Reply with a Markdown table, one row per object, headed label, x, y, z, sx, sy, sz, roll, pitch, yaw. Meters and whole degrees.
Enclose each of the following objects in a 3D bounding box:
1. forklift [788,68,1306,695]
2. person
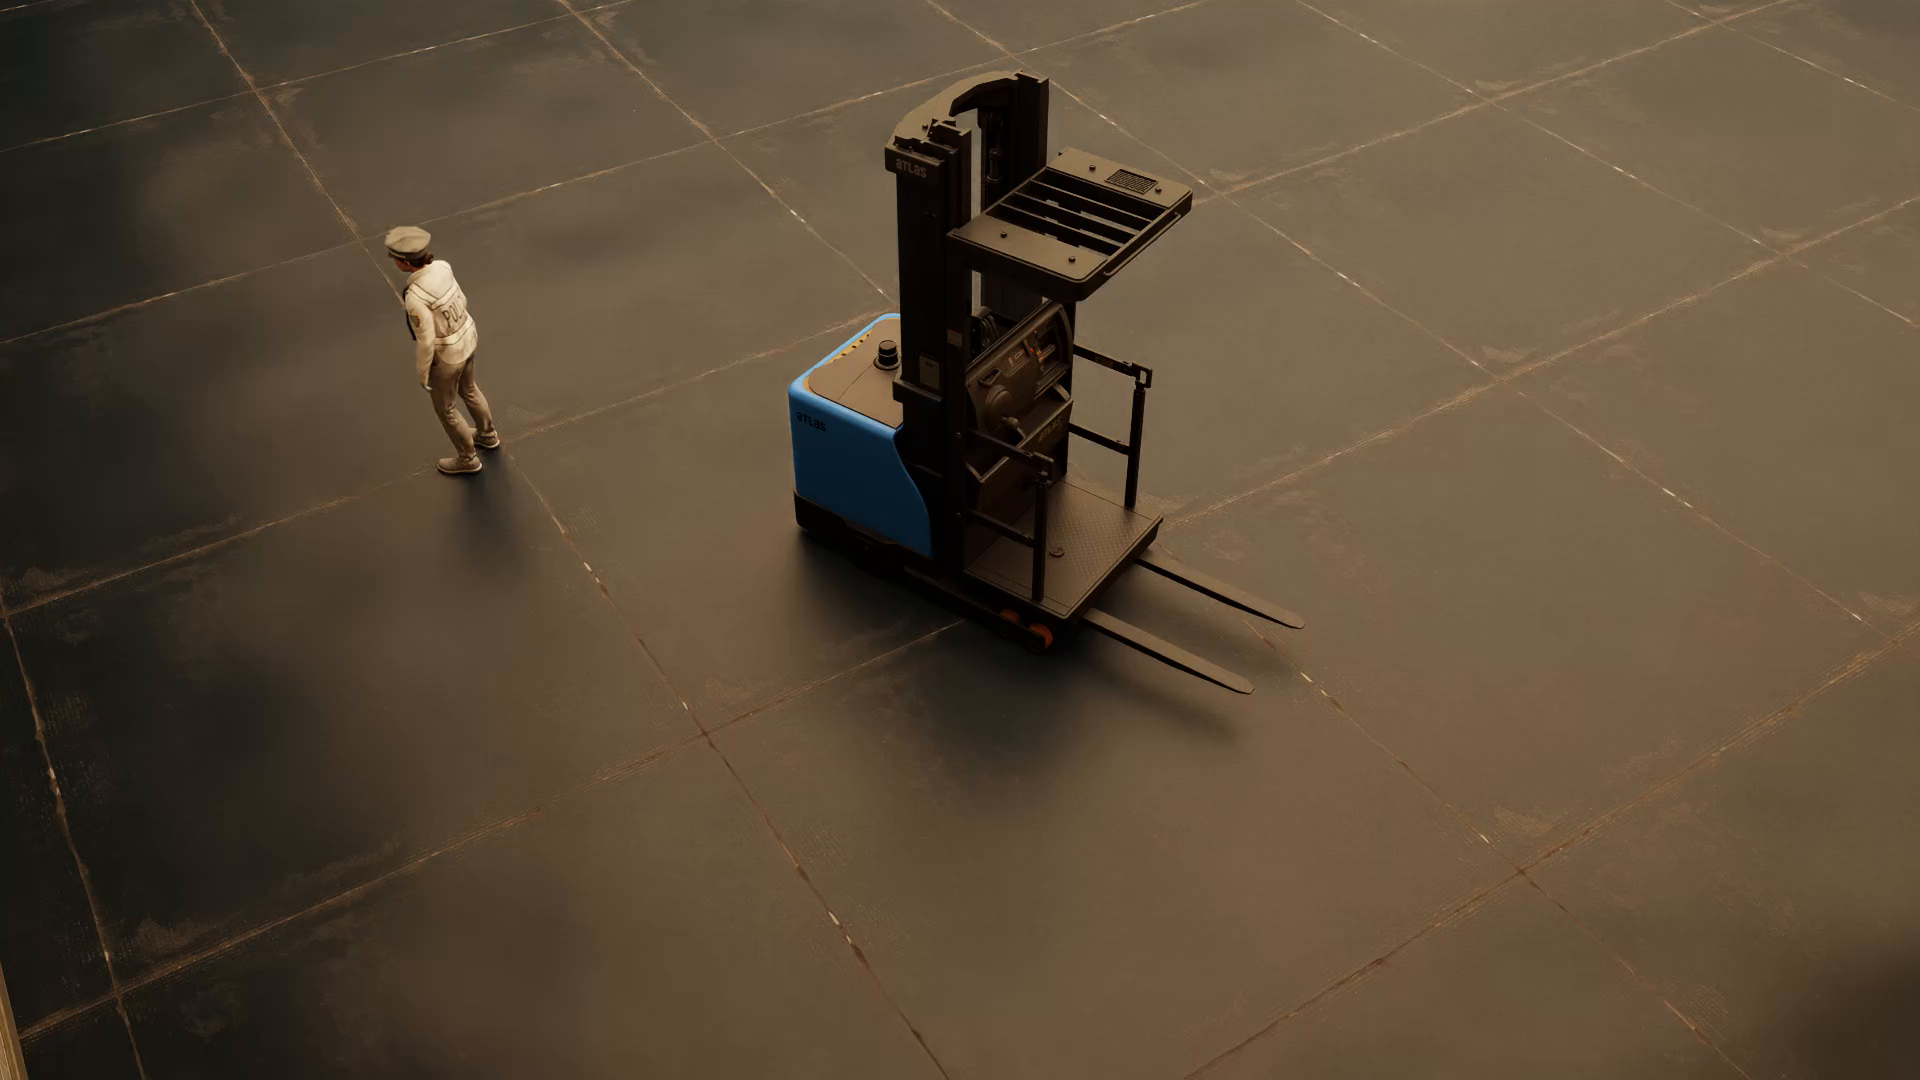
| label | x | y | z | sx | sy | sz | roll | pitch | yaw |
| --- | --- | --- | --- | --- | --- | --- | --- | --- | --- |
| forklift | 0.496 | -0.872 | 8.869 | 3.031 | 2.935 | 1.130 | 25 | 47 | 26 |
| person | -3.143 | -1.141 | 10.141 | 0.374 | 1.664 | 0.541 | 9 | 42 | 10 |
